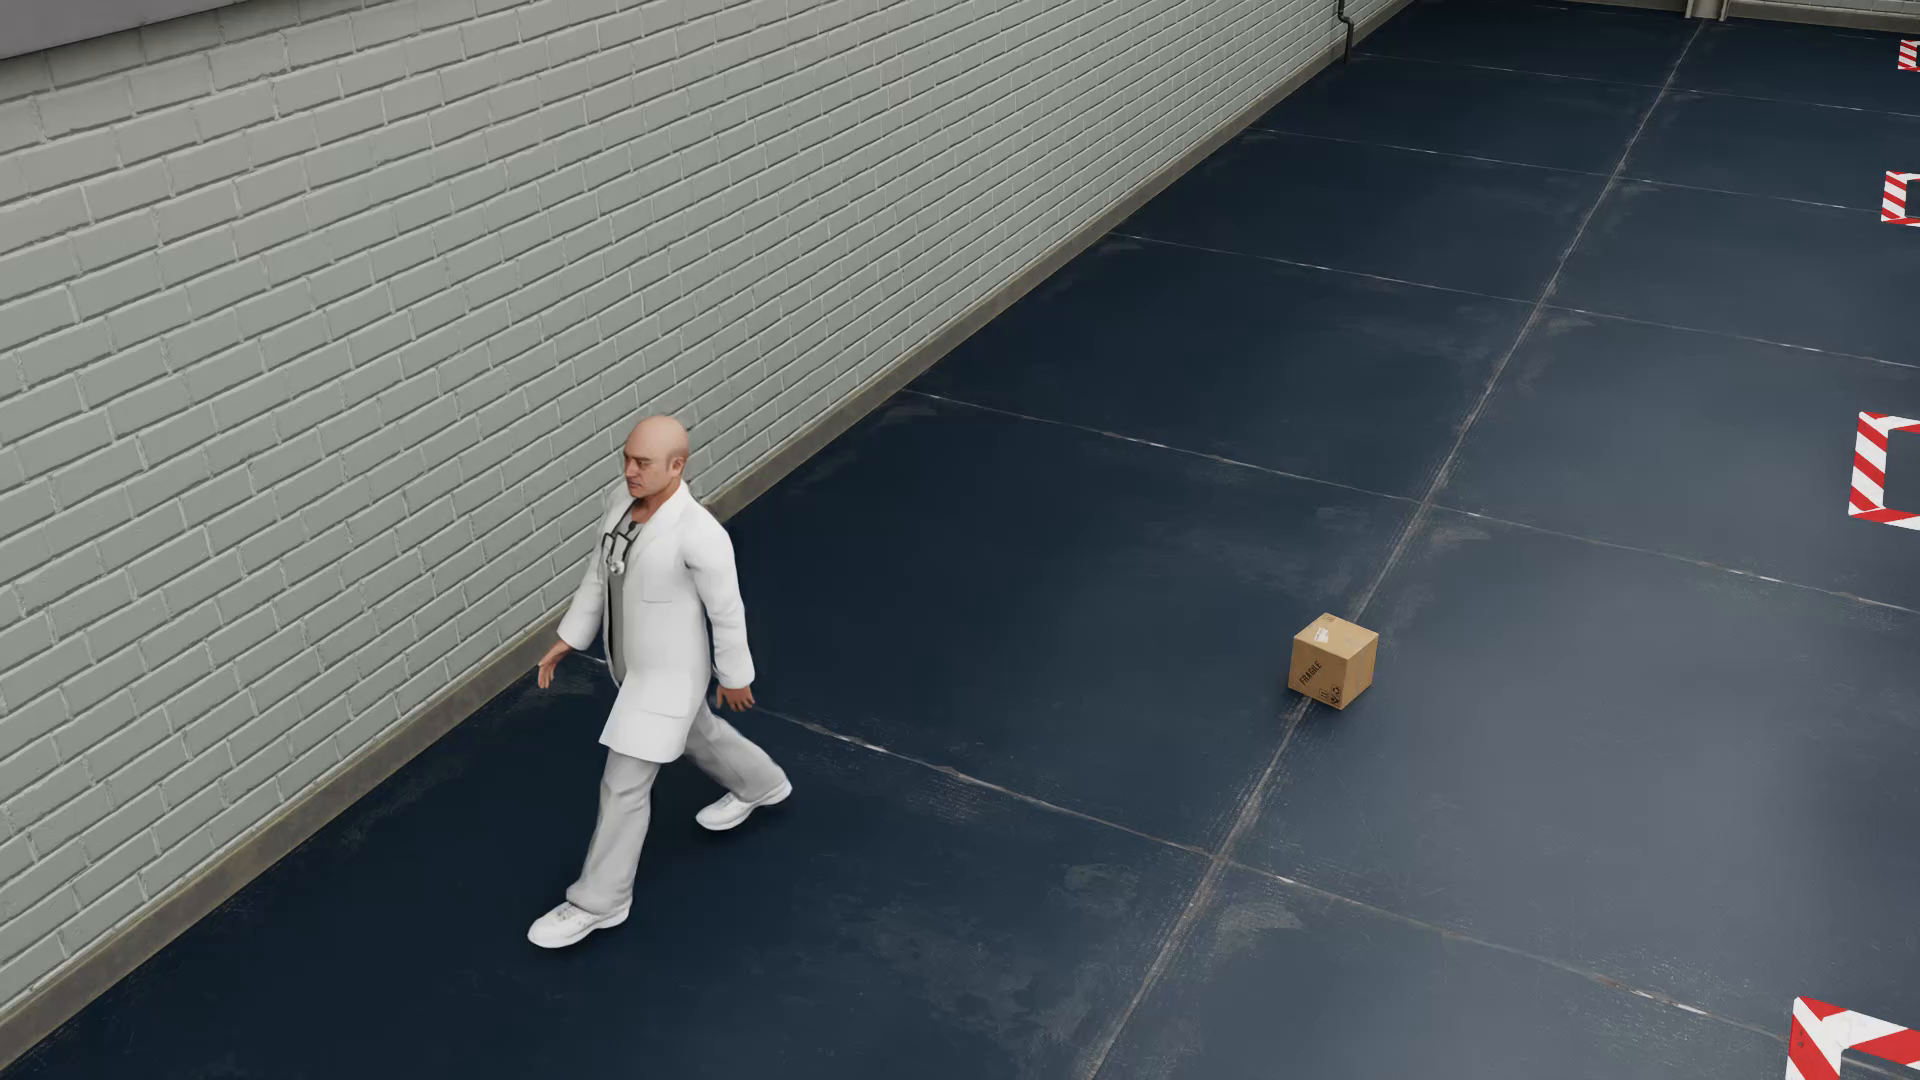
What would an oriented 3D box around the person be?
[{"bbox_3d":[-1.039,0.411,5.422,1.119,1.720,0.566,-20,35,-31],"label":"person"}]
